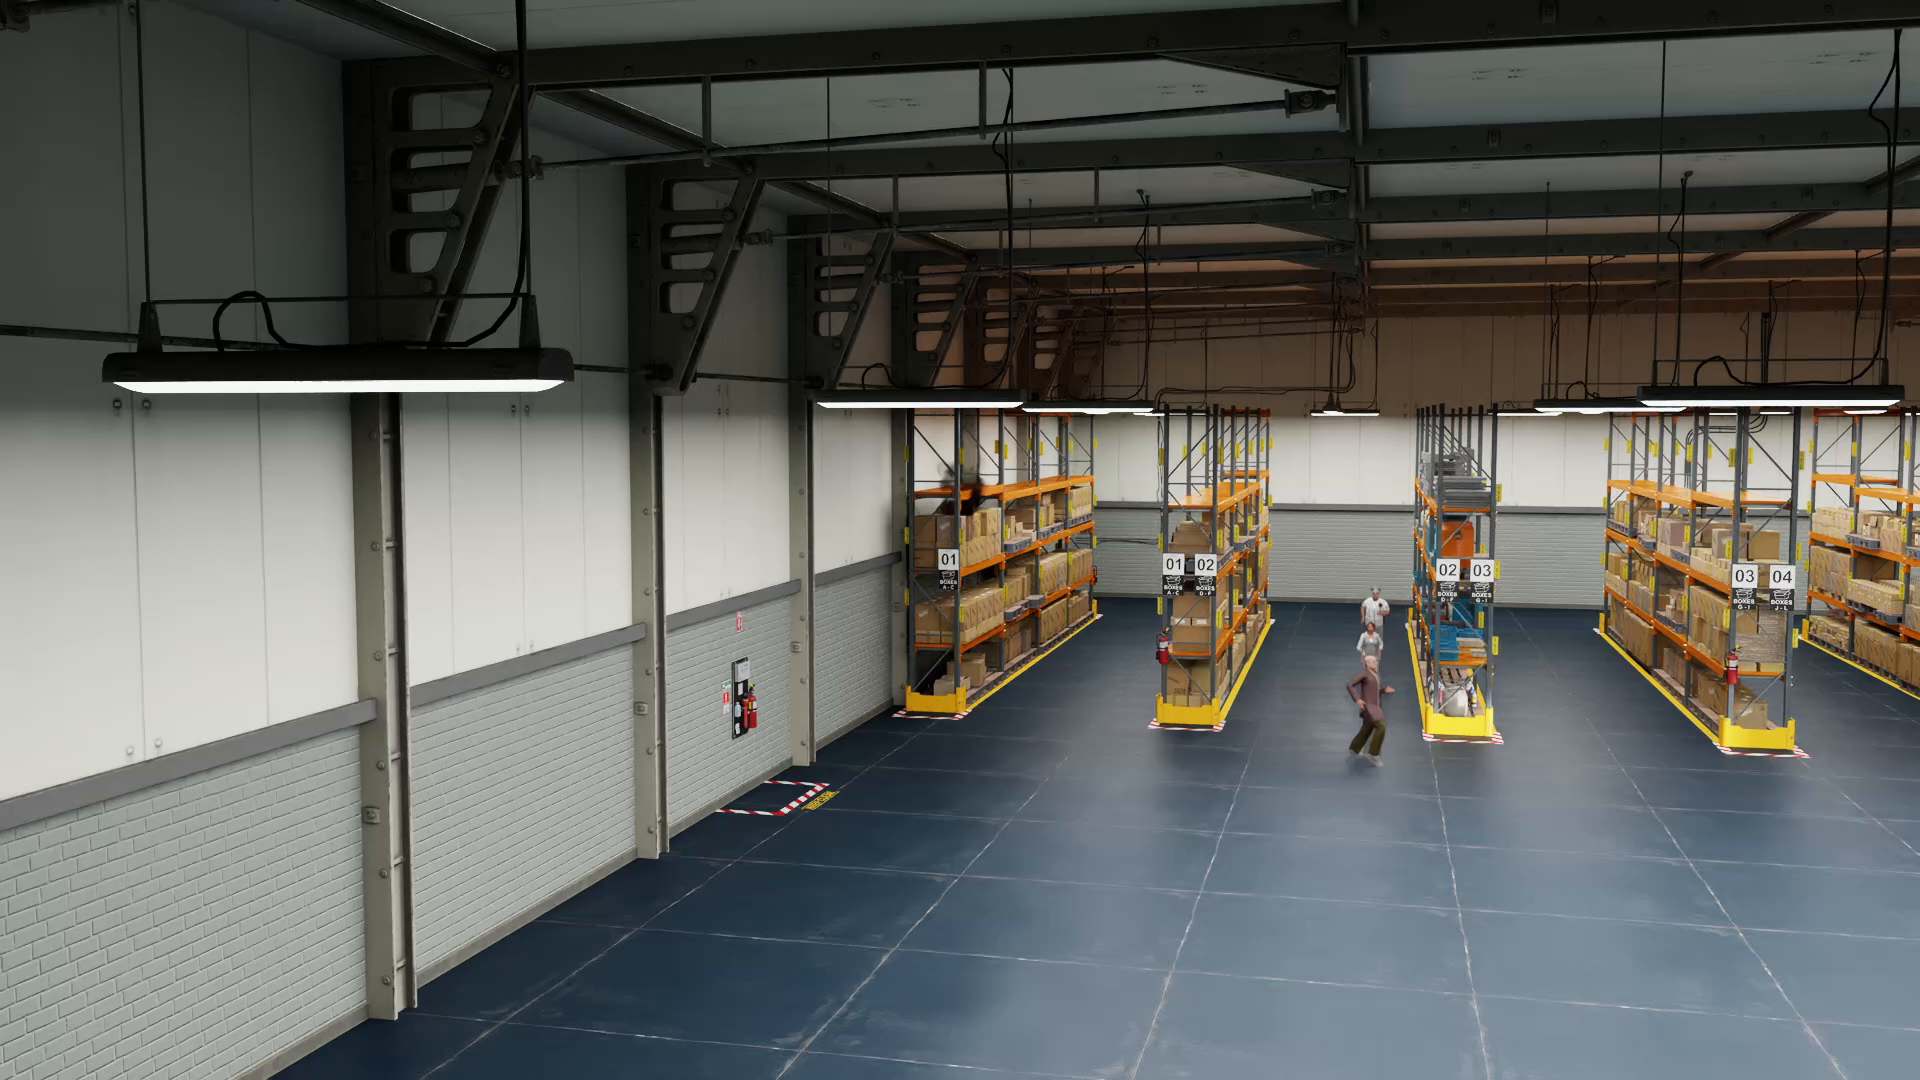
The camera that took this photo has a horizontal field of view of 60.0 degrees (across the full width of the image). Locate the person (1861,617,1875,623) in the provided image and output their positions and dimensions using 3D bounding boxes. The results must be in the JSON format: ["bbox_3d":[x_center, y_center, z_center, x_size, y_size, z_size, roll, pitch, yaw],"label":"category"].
[{"bbox_3d":[24.279,1.748,44.453,0.707,1.548,0.526,1,4,8],"label":"person"}]

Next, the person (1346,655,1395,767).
[{"bbox_3d":[6.804,2.831,27.582,0.825,1.842,0.668,3,5,34],"label":"person"}]

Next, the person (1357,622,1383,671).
[{"bbox_3d":[8.419,2.460,34.131,0.539,1.583,0.756,1,4,9],"label":"person"}]

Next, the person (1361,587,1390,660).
[{"bbox_3d":[9.710,2.005,38.880,0.634,1.837,0.875,1,4,12],"label":"person"}]

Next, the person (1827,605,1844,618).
[{"bbox_3d":[23.345,1.692,44.117,0.720,1.702,0.592,1,4,9],"label":"person"}]
